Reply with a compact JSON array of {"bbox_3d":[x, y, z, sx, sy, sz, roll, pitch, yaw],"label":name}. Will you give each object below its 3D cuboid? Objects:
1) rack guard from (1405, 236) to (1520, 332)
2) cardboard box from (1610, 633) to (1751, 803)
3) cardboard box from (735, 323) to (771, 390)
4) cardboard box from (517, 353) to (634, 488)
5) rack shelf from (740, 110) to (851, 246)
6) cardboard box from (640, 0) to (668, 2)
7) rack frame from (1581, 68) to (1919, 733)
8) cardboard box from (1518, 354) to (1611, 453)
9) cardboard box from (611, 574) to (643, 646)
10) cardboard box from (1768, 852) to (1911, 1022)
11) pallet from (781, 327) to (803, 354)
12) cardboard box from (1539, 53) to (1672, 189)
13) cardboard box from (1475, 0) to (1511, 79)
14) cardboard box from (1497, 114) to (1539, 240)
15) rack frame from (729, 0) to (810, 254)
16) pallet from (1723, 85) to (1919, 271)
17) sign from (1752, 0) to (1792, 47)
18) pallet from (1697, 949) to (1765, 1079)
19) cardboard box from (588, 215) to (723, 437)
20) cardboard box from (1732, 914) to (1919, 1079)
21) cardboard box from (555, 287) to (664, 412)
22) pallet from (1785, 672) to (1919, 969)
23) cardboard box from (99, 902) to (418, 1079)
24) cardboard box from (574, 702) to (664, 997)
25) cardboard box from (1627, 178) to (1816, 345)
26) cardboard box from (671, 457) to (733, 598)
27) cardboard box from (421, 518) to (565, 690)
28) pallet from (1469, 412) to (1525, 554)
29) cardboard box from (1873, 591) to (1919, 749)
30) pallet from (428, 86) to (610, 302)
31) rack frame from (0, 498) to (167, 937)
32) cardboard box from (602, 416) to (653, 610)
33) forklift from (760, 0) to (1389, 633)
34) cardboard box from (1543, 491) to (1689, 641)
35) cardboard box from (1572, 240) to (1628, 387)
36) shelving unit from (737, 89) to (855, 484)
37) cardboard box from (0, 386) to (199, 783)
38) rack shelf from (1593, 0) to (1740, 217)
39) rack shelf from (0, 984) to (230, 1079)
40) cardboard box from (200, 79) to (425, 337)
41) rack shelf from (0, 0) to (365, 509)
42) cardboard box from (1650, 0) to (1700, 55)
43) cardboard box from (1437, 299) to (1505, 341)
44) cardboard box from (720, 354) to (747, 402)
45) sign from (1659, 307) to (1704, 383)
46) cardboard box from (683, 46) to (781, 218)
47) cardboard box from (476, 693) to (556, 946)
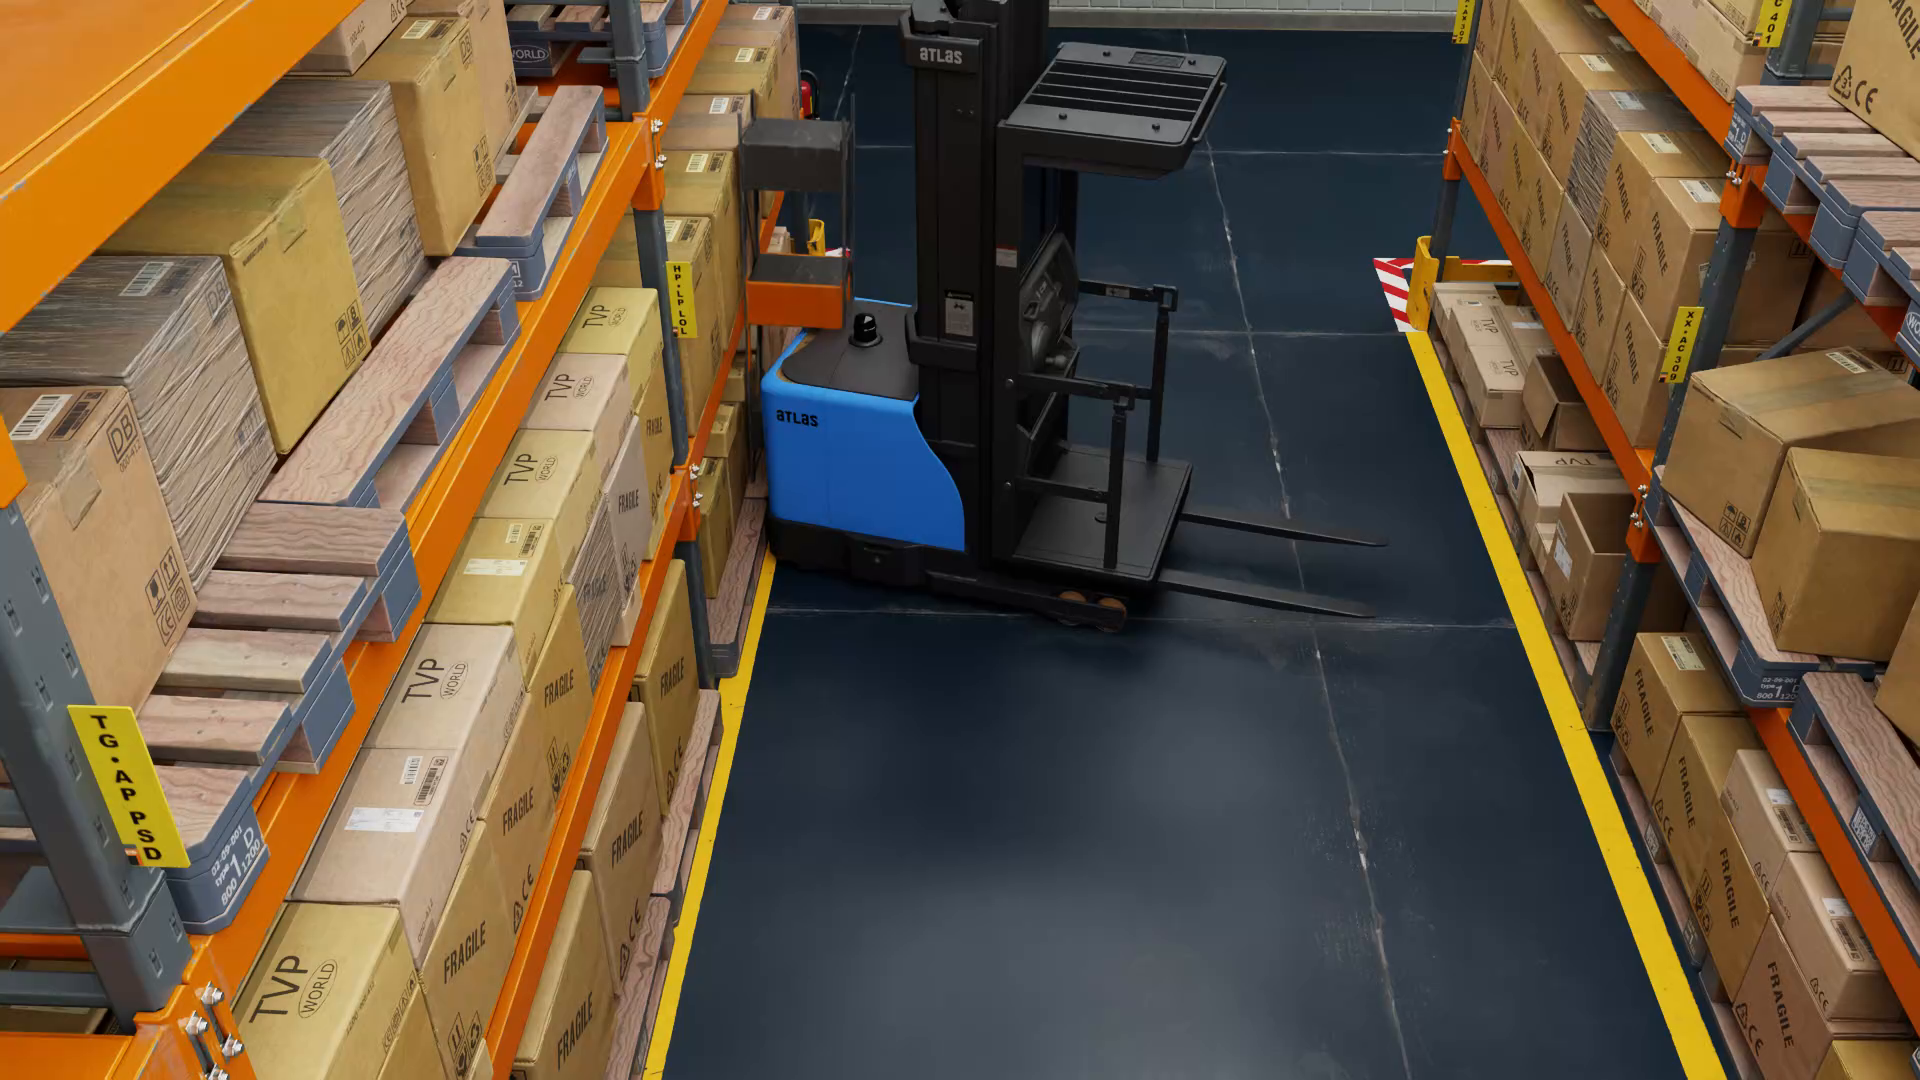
[{"bbox_3d":[3.478,-1.618,10.564,1.175,0.500,0.348,1,35,2],"label":"rack guard"},{"bbox_3d":[3.058,0.728,6.842,0.500,0.500,0.500,0,35,0],"label":"cardboard box"},{"bbox_3d":[-1.436,-0.965,9.269,0.700,0.500,0.500,0,35,0],"label":"cardboard box"},{"bbox_3d":[-1.422,-0.409,5.653,0.500,0.250,0.500,2,35,3],"label":"cardboard box"},{"bbox_3d":[-0.785,-1.761,8.077,0.480,0.518,0.431,3,32,2],"label":"rack shelf"},{"bbox_3d":[-1.338,-2.268,6.384,0.500,0.250,0.500,1,35,2],"label":"cardboard box"},{"bbox_3d":[3.321,-0.387,6.637,1.000,3.000,0.127,1,35,2],"label":"rack frame"},{"bbox_3d":[3.391,-0.625,8.765,0.797,0.503,0.637,1,35,2],"label":"cardboard box"},{"bbox_3d":[-1.354,0.243,5.942,0.380,0.149,0.250,1,35,2],"label":"cardboard box"},{"bbox_3d":[2.998,1.284,5.399,0.500,0.250,0.500,1,35,1],"label":"cardboard box"},{"bbox_3d":[-1.422,-1.195,10.213,1.003,0.211,1.213,1,35,2],"label":"pallet"},{"bbox_3d":[3.142,-2.006,7.985,0.500,0.500,0.500,1,35,1],"label":"cardboard box"},{"bbox_3d":[3.200,-2.886,9.237,0.500,0.500,0.500,2,35,3],"label":"cardboard box"},{"bbox_3d":[3.162,-1.892,8.692,0.500,0.500,0.500,1,35,2],"label":"cardboard box"},{"bbox_3d":[-1.468,-2.797,10.067,1.000,3.000,0.127,1,35,2],"label":"rack frame"},{"bbox_3d":[3.225,-1.164,5.298,1.213,0.211,1.003,1,35,2],"label":"pallet"},{"bbox_3d":[2.778,-1.834,5.638,0.100,0.325,0.005,1,35,2],"label":"sign"},{"bbox_3d":[3.280,1.925,5.773,1.003,0.211,1.213,1,35,2],"label":"pallet"},{"bbox_3d":[-1.591,-0.933,7.154,0.980,0.700,0.700,2,35,3],"label":"cardboard box"},{"bbox_3d":[2.999,1.612,5.584,0.500,0.500,0.500,0,35,0],"label":"cardboard box"},{"bbox_3d":[-1.392,-0.702,6.071,0.500,0.250,0.500,2,35,3],"label":"cardboard box"},{"bbox_3d":[3.234,0.873,5.012,1.003,0.211,1.213,1,35,2],"label":"pallet"},{"bbox_3d":[-1.513,1.050,3.578,0.500,0.250,0.500,2,35,3],"label":"cardboard box"},{"bbox_3d":[-1.558,1.096,6.032,0.750,0.750,0.750,2,35,3],"label":"cardboard box"},{"bbox_3d":[3.082,-1.133,6.743,0.500,0.500,0.500,2,35,2],"label":"cardboard box"},{"bbox_3d":[-1.497,-0.075,8.003,0.700,0.500,0.500,2,35,2],"label":"cardboard box"},{"bbox_3d":[-1.463,0.177,4.820,0.500,0.250,0.500,1,35,1],"label":"cardboard box"},{"bbox_3d":[3.396,-0.343,9.000,1.003,0.211,1.213,1,35,2],"label":"pallet"},{"bbox_3d":[3.312,0.417,5.041,0.700,0.500,0.500,-7,36,-10],"label":"cardboard box"},{"bbox_3d":[-1.617,-1.120,5.238,0.805,0.209,1.217,0,35,0],"label":"pallet"},{"bbox_3d":[-1.790,-0.655,1.802,1.000,3.000,0.127,1,35,2],"label":"rack frame"},{"bbox_3d":[-1.406,-0.105,5.874,0.500,0.500,0.500,2,35,2],"label":"cardboard box"},{"bbox_3d":[0.602,-1.093,7.702,3.031,2.935,1.130,10,36,14],"label":"forklift"},{"bbox_3d":[3.060,0.122,7.705,0.500,0.500,0.500,1,35,2],"label":"cardboard box"},{"bbox_3d":[3.104,-1.017,7.447,0.500,0.500,0.500,2,35,3],"label":"cardboard box"},{"bbox_3d":[-0.808,-1.176,8.435,0.503,2.100,0.431,3,32,2],"label":"shelving unit"},{"bbox_3d":[-1.828,0.076,2.900,0.700,0.500,0.500,-1,35,-2],"label":"cardboard box"},{"bbox_3d":[3.401,-2.469,7.617,1.077,0.370,4.000,1,35,2],"label":"rack shelf"},{"bbox_3d":[-1.870,2.015,1.236,1.077,0.370,4.000,1,35,2],"label":"rack shelf"},{"bbox_3d":[-1.816,-0.836,4.199,0.700,0.500,0.500,1,35,2],"label":"cardboard box"},{"bbox_3d":[-1.709,-1.346,3.759,1.077,0.370,4.000,1,35,2],"label":"rack shelf"},{"bbox_3d":[3.105,-2.125,6.633,0.500,0.250,0.500,1,35,2],"label":"cardboard box"},{"bbox_3d":[3.111,-1.329,10.060,0.380,0.166,0.250,1,35,2],"label":"cardboard box"},{"bbox_3d":[-1.280,-0.833,8.517,0.380,0.149,0.250,0,35,1],"label":"cardboard box"},{"bbox_3d":[2.778,-0.749,6.400,0.100,0.325,0.005,1,35,2],"label":"sign"},{"bbox_3d":[-1.497,-2.208,8.968,0.980,0.700,0.700,1,35,2],"label":"cardboard box"},{"bbox_3d":[-1.463,0.769,4.629,0.500,0.500,0.500,1,35,2],"label":"cardboard box"}]
